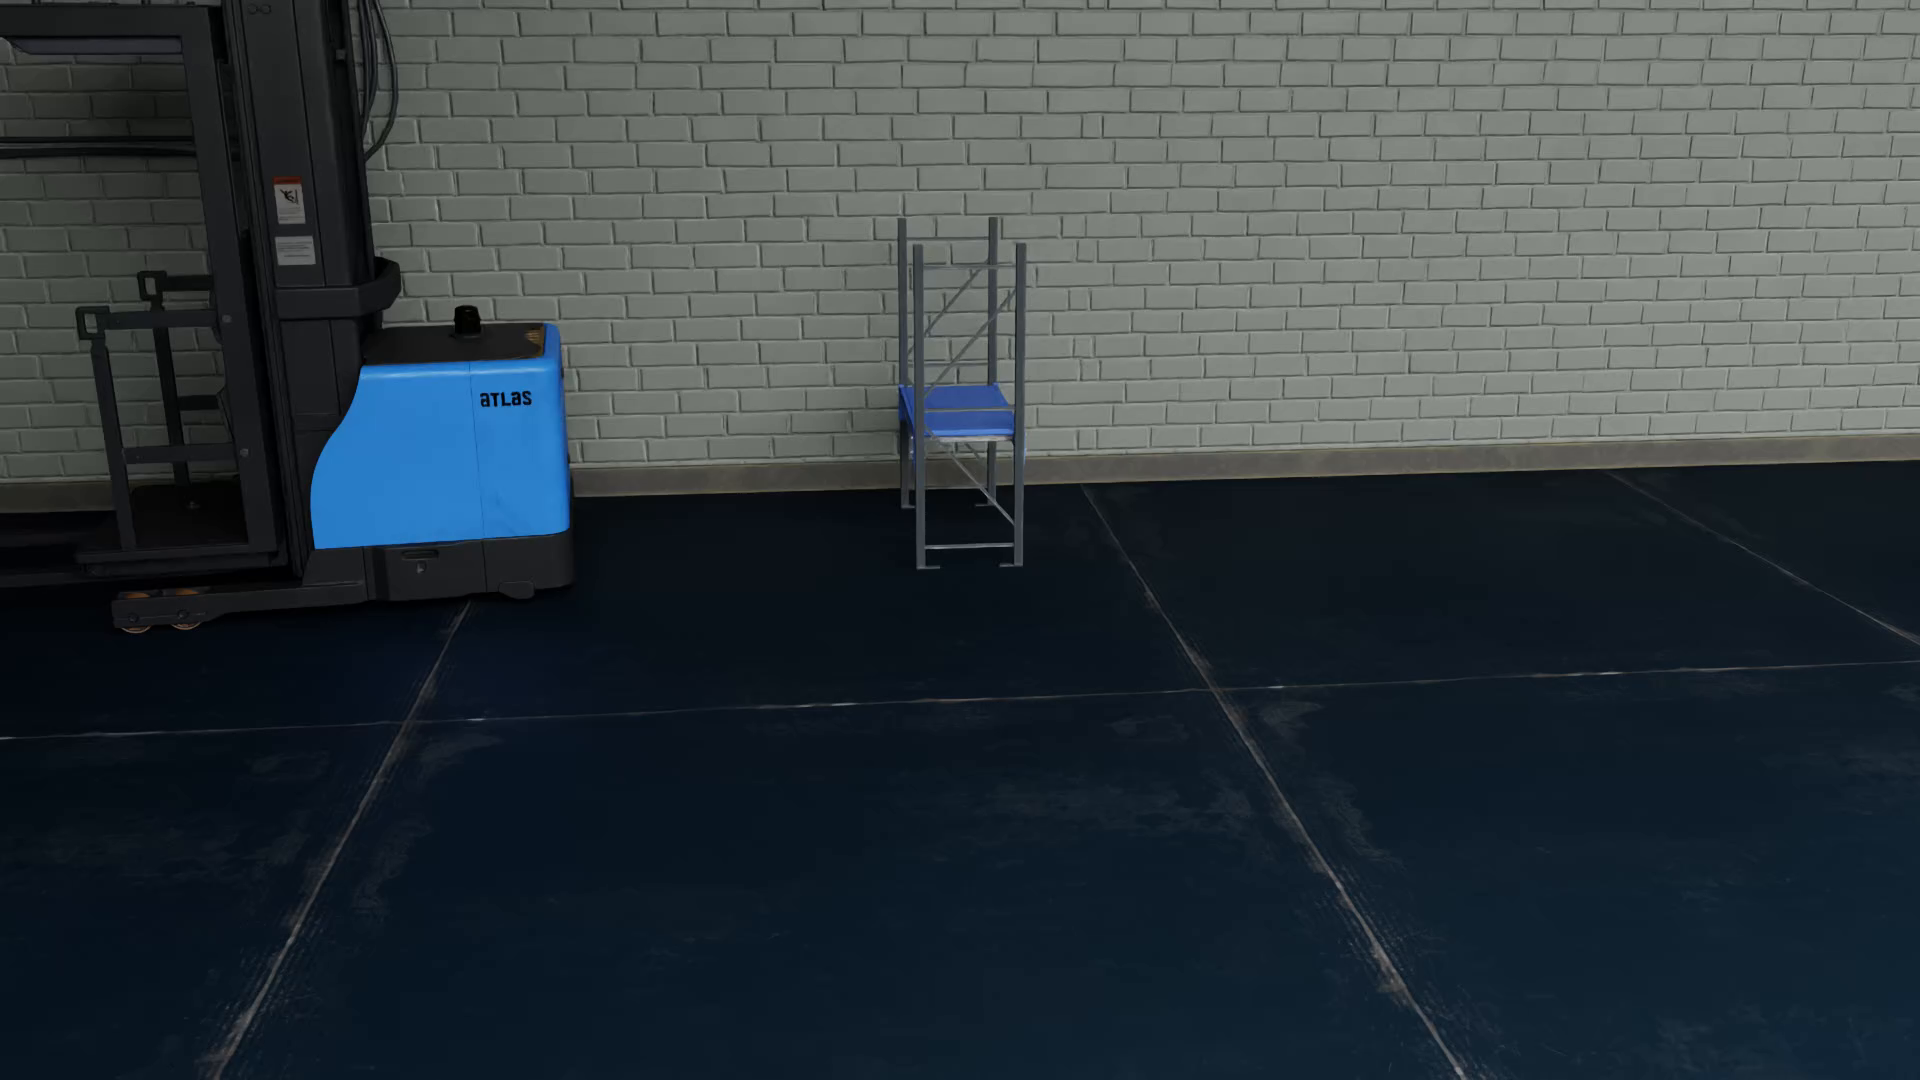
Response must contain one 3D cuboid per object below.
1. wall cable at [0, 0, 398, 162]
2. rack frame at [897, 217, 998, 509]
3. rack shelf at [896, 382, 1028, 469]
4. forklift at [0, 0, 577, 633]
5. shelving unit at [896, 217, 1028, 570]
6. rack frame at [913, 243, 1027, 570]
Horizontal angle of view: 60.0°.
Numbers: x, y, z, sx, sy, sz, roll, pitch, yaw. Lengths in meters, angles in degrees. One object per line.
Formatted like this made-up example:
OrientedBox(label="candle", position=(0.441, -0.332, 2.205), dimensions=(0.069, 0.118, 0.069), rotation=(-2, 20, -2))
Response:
OrientedBox(label="wall cable", position=(-4.304, -2.963, 7.776), dimensions=(3.097, 2.526, 0.112), rotation=(-2, 18, -6))
OrientedBox(label="rack frame", position=(-0.061, -0.892, 8.516), dimensions=(0.500, 1.500, 0.032), rotation=(-2, 18, -6))
OrientedBox(label="rack shelf", position=(-0.009, -0.569, 8.087), dimensions=(0.538, 0.185, 1.000), rotation=(-2, 18, -6))
OrientedBox(label="forklift", position=(-3.274, -1.182, 7.050), dimensions=(3.031, 2.935, 1.130), rotation=(-4, 18, -12))
OrientedBox(label="shelving unit", position=(-0.009, -0.741, 8.033), dimensions=(0.538, 1.500, 1.048), rotation=(-2, 18, -6))
OrientedBox(label="rack frame", position=(0.044, -0.590, 7.551), dimensions=(0.500, 1.500, 0.032), rotation=(-2, 18, -6))
